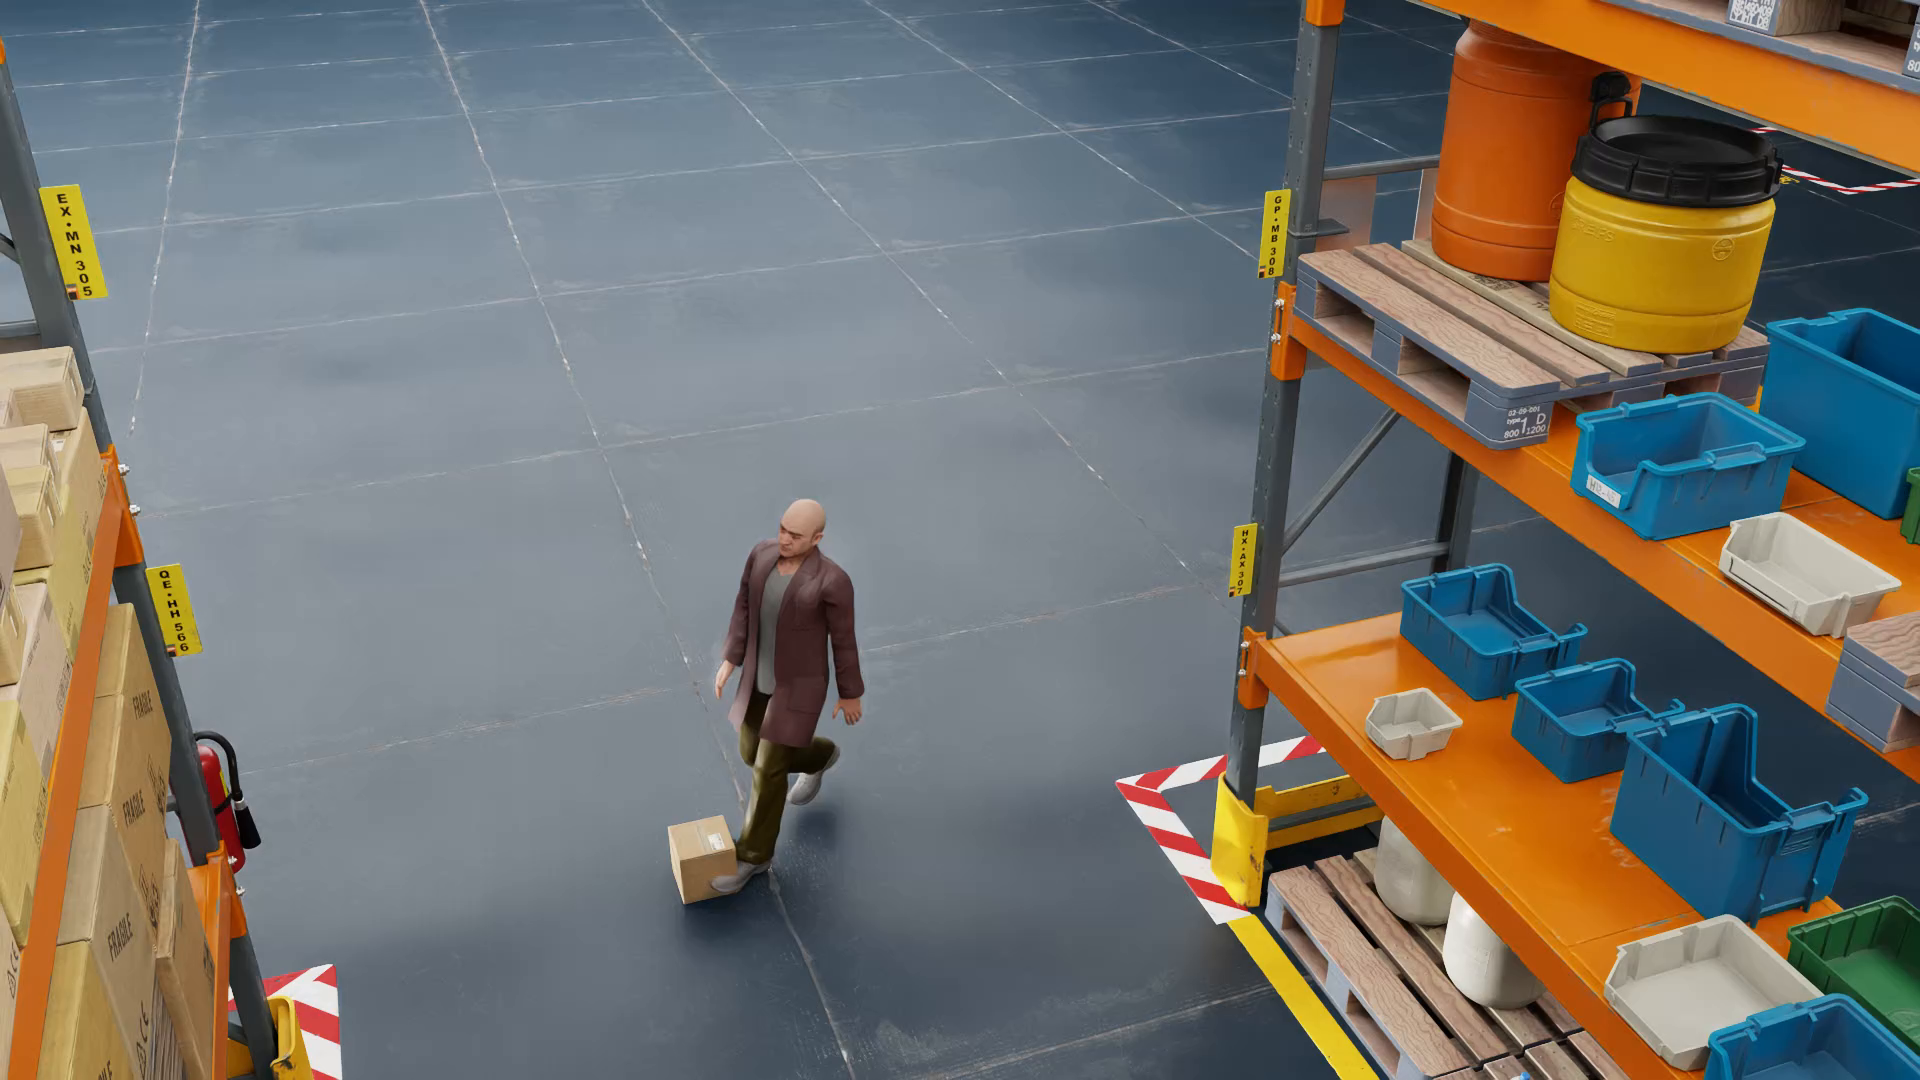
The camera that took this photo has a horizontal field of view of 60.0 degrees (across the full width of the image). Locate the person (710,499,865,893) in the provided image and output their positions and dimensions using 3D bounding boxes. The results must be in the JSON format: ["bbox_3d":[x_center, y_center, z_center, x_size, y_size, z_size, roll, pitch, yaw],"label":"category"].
[{"bbox_3d":[-0.827,0.649,7.284,0.647,1.705,0.987,20,35,32],"label":"person"}]
